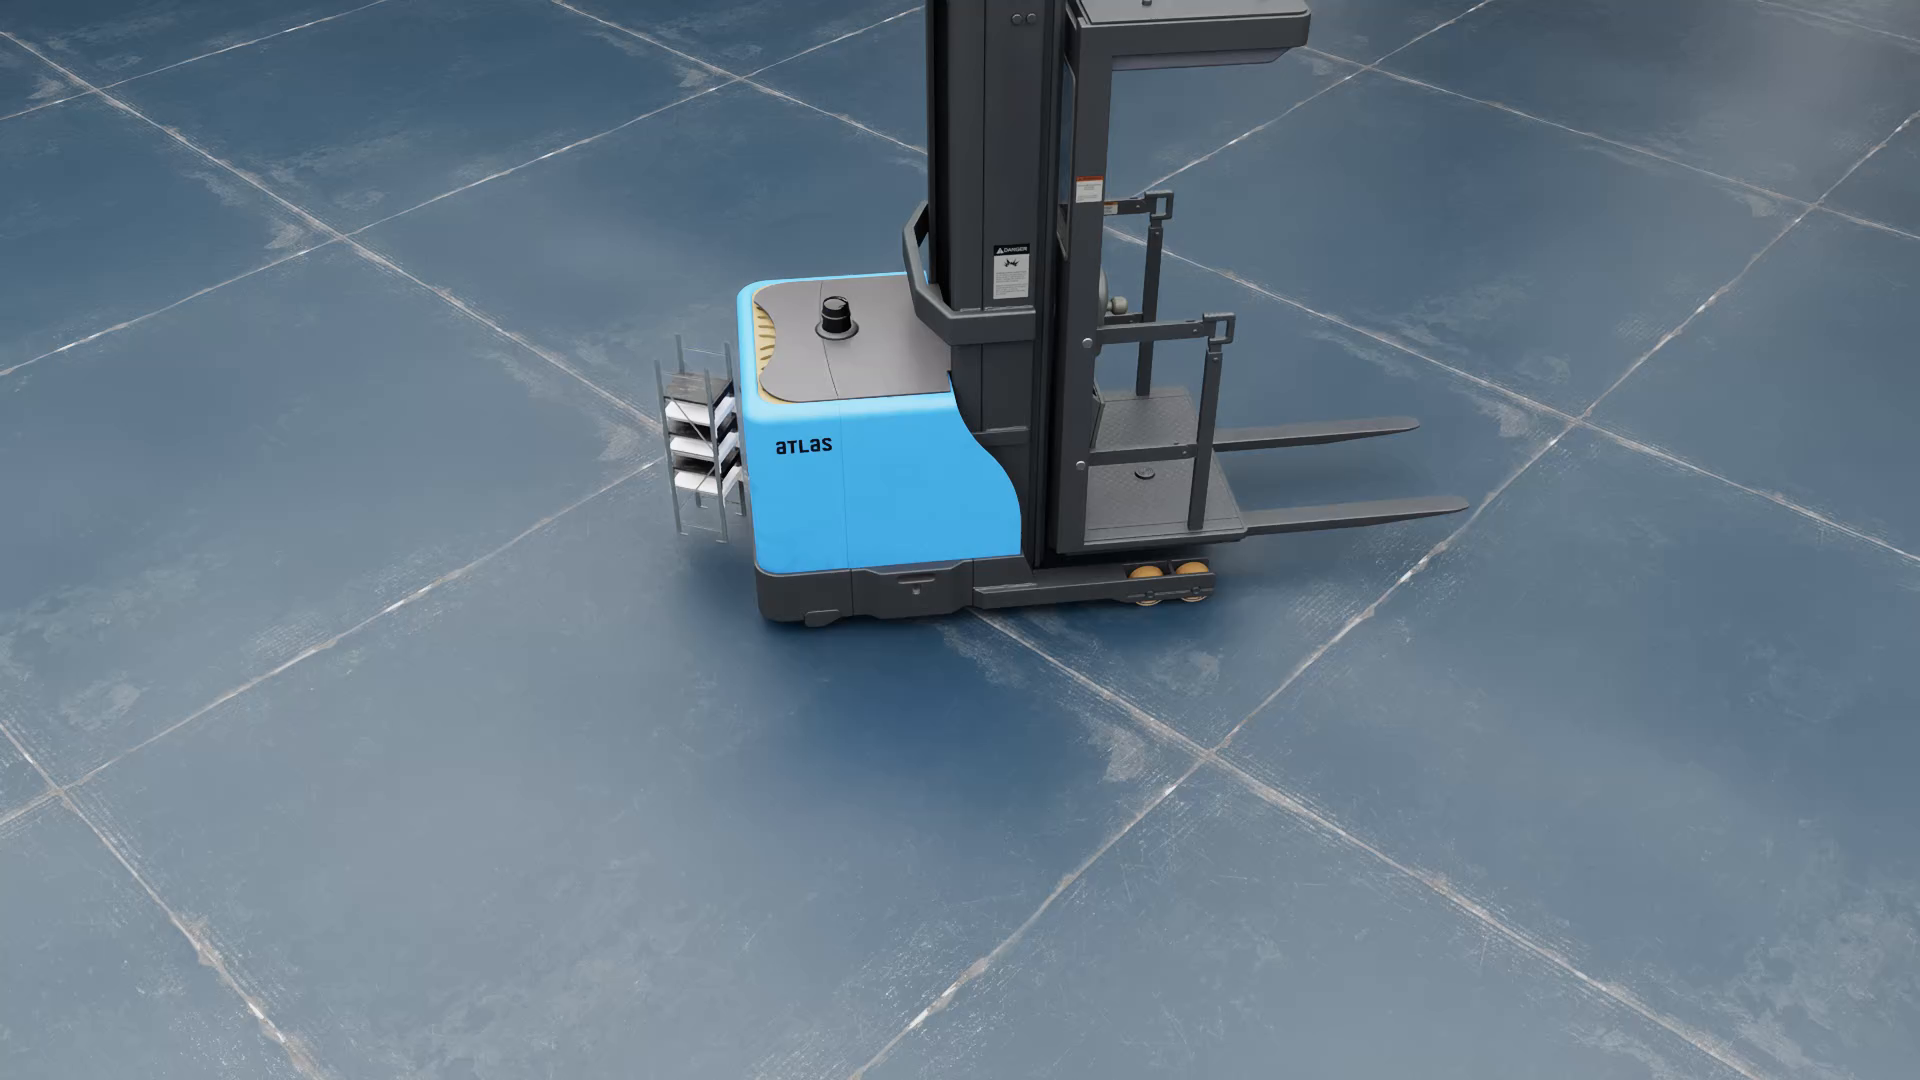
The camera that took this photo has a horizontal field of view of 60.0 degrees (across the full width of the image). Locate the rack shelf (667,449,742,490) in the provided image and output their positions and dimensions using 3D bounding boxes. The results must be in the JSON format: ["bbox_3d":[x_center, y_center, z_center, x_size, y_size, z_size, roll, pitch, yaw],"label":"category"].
[{"bbox_3d":[-1.094,-0.323,7.131,0.258,0.077,0.200,11,40,14],"label":"rack shelf"}]

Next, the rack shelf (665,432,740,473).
[{"bbox_3d":[-1.094,-0.394,7.075,0.258,0.077,0.200,11,40,14],"label":"rack shelf"}]

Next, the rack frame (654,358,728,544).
[{"bbox_3d":[-1.124,-0.359,6.979,0.240,0.900,0.006,11,40,14],"label":"rack frame"}]

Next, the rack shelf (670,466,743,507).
[{"bbox_3d":[-1.094,-0.253,7.188,0.258,0.077,0.200,11,40,14],"label":"rack shelf"}]

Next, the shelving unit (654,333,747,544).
[{"bbox_3d":[-1.094,-0.420,7.055,0.258,0.900,0.210,11,40,14],"label":"shelving unit"}]

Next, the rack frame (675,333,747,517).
[{"bbox_3d":[-1.063,-0.480,7.131,0.240,0.900,0.006,11,40,14],"label":"rack frame"}]

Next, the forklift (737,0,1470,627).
[{"bbox_3d":[0.625,-1.198,6.402,3.031,2.935,1.130,-5,39,-6],"label":"forklift"}]

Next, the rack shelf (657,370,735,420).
[{"bbox_3d":[-1.093,-0.605,6.907,0.258,0.077,0.200,11,40,14],"label":"rack shelf"}]

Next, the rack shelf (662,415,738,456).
[{"bbox_3d":[-1.093,-0.464,7.019,0.258,0.077,0.200,11,40,14],"label":"rack shelf"}]

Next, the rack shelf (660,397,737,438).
[{"bbox_3d":[-1.093,-0.534,6.963,0.258,0.077,0.200,11,40,14],"label":"rack shelf"}]
